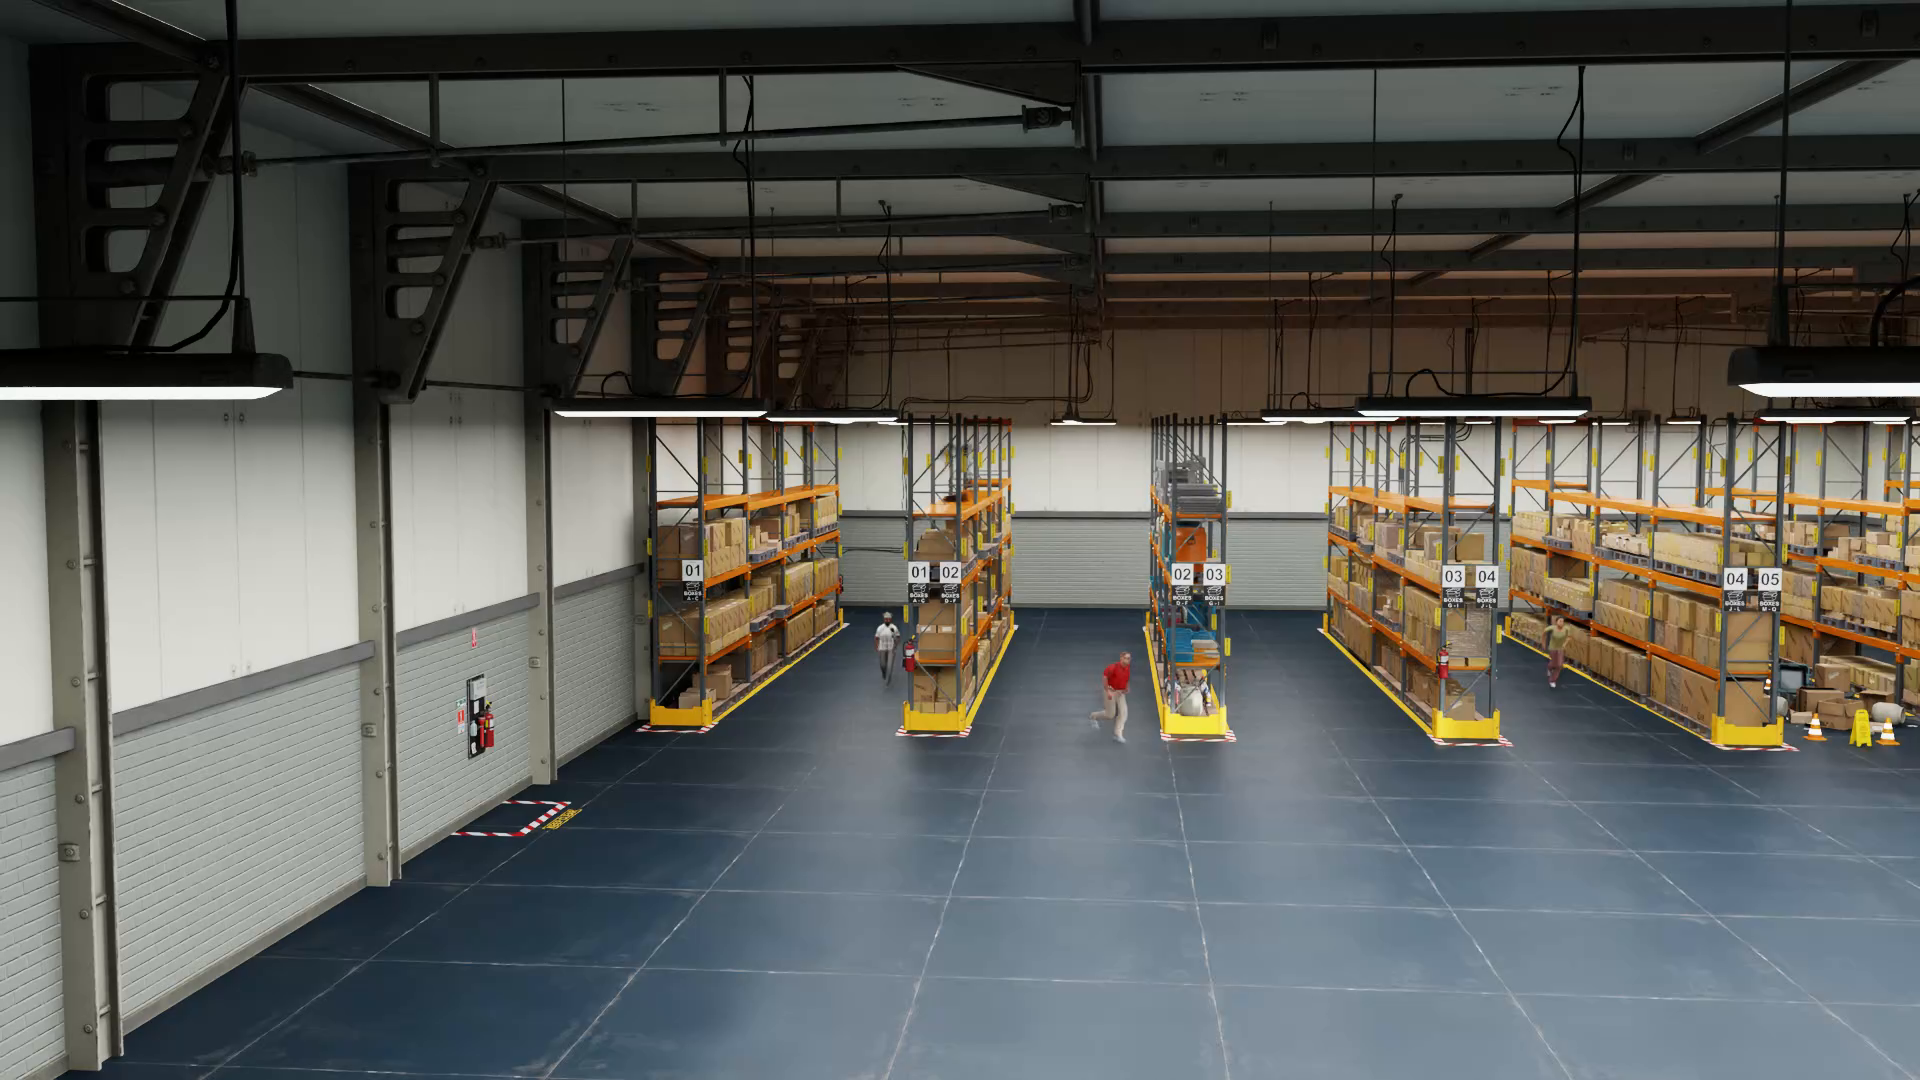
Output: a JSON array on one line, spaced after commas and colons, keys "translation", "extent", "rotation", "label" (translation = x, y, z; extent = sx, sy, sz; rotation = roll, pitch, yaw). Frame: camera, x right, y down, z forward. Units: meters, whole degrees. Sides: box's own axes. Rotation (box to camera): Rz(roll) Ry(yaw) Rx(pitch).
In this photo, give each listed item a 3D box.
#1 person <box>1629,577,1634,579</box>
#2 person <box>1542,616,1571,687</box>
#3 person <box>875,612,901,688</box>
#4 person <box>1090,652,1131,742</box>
[{"translation": [17.700, 1.901, 43.702], "extent": [0.646, 1.847, 0.796], "rotation": [-1, 4, -13], "label": "person"}, {"translation": [13.240, 2.459, 36.925], "extent": [0.572, 1.600, 0.691], "rotation": [0, 4, -1], "label": "person"}, {"translation": [-1.602, 2.425, 36.863], "extent": [0.585, 1.667, 0.604], "rotation": [0, 4, 0], "label": "person"}, {"translation": [2.786, 2.862, 30.636], "extent": [0.916, 1.688, 0.667], "rotation": [4, 5, 42], "label": "person"}]
